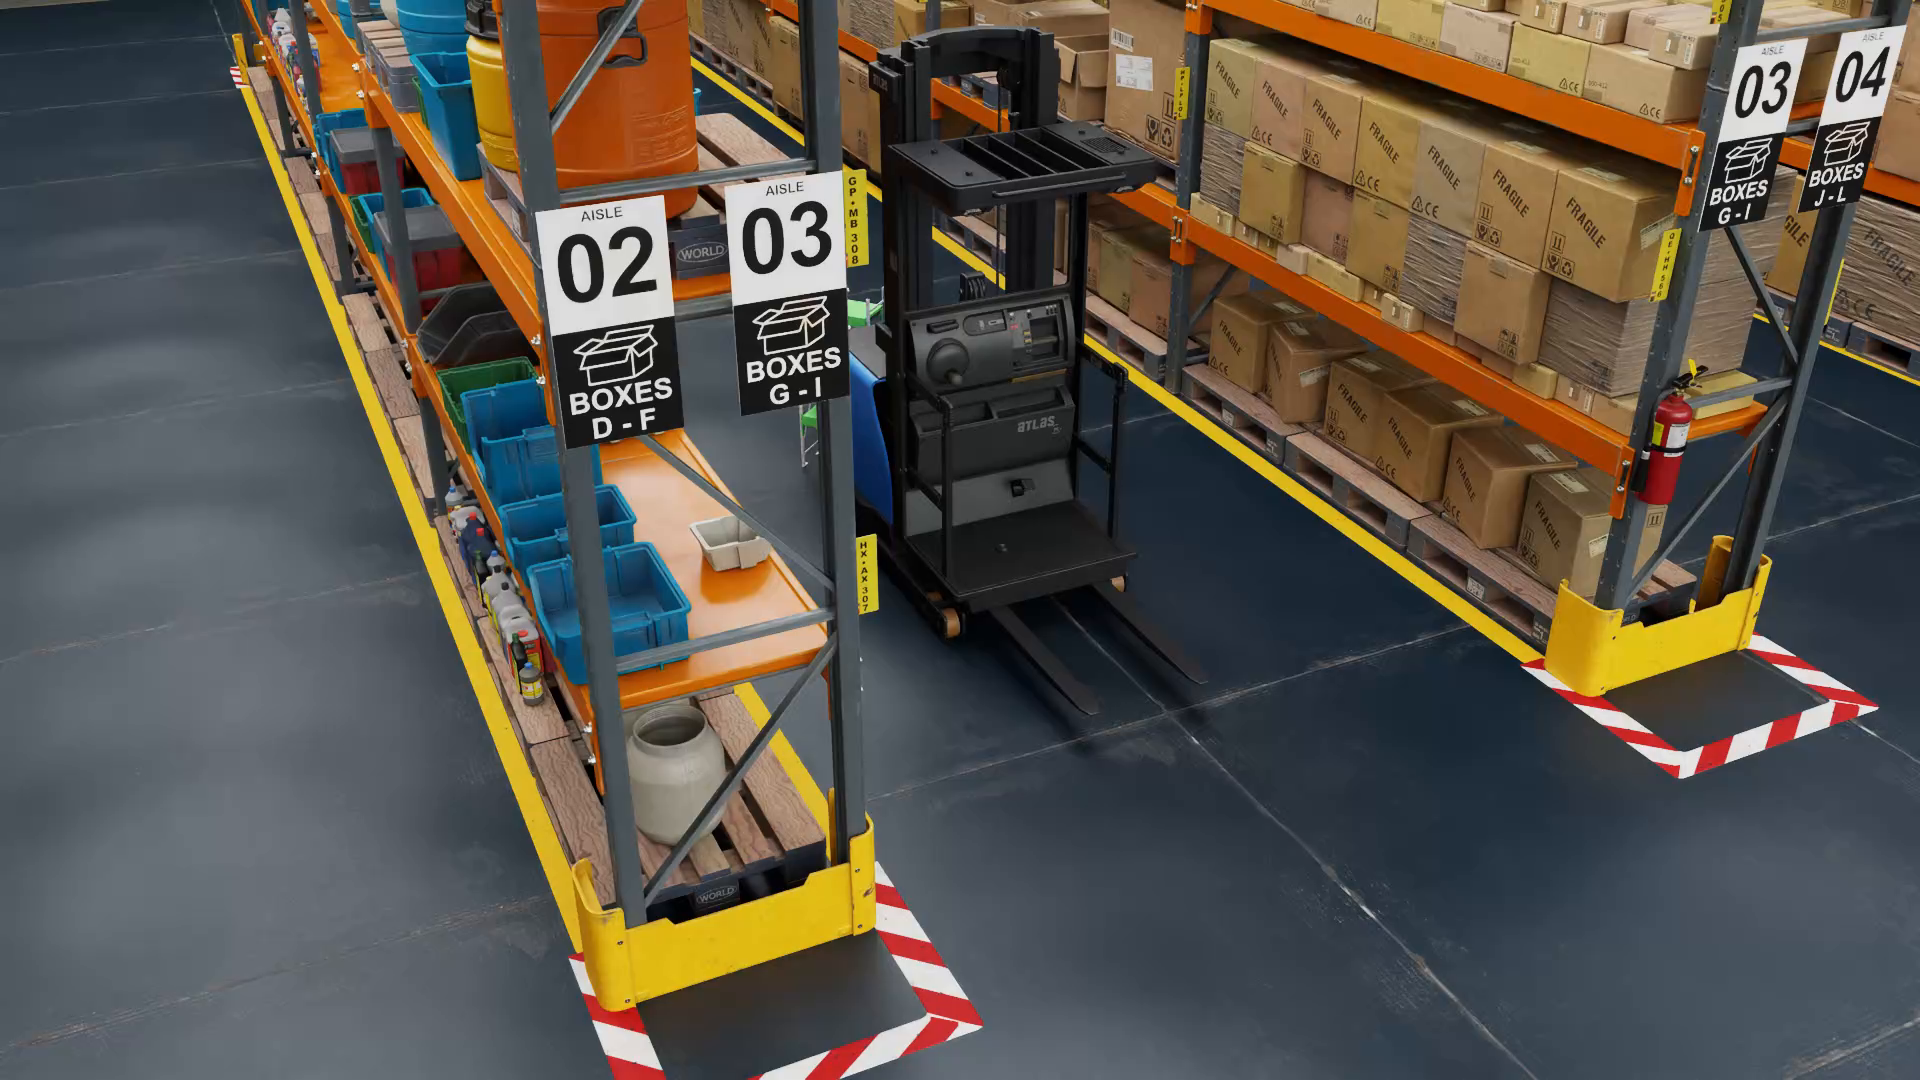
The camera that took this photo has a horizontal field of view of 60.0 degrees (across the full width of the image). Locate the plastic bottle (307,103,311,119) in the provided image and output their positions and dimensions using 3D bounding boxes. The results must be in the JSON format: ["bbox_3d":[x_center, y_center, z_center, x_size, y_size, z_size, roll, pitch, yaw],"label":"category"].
[{"bbox_3d":[-4.944,-3.309,12.704,0.061,0.283,0.133,-13,32,-22],"label":"plastic bottle"}]

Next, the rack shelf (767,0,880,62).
[{"bbox_3d":[-0.672,-4.779,15.941,1.077,0.370,4.000,-13,32,-22],"label":"rack shelf"}]

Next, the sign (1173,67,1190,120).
[{"bbox_3d":[1.404,-2.829,10.545,0.100,0.325,0.005,-13,32,-22],"label":"sign"}]

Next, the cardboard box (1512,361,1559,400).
[{"bbox_3d":[3.052,-0.859,8.471,0.380,0.149,0.250,-13,32,-22],"label":"cardboard box"}]

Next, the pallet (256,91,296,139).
[{"bbox_3d":[-6.882,-4.576,17.695,1.003,0.211,1.213,-13,32,-22],"label":"pallet"}]

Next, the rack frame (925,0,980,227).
[{"bbox_3d":[0.187,-4.209,14.190,1.000,3.000,0.127,-13,32,-22],"label":"rack frame"}]

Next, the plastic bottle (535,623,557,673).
[{"bbox_3d":[-2.024,0.499,8.122,0.061,0.283,0.133,-13,32,-22],"label":"plastic bottle"}]

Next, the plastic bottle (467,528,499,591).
[{"bbox_3d":[-2.516,0.088,8.784,0.144,0.351,0.185,-15,32,-24],"label":"plastic bottle"}]

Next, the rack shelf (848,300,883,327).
[{"bbox_3d":[-0.727,-1.358,10.095,0.480,0.148,0.258,12,31,20],"label":"rack shelf"}]

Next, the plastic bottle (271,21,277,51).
[{"bbox_3d":[-6.066,-4.480,14.803,0.097,0.271,0.097,0,29,0],"label":"plastic bottle"}]

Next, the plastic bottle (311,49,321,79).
[{"bbox_3d":[-5.413,-3.972,13.897,0.097,0.271,0.097,0,29,0],"label":"plastic bottle"}]

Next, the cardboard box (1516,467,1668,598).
[{"bbox_3d":[3.368,-0.048,8.894,0.500,0.500,0.500,-7,30,-13],"label":"cardboard box"}]

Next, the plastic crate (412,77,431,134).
[{"bbox_3d":[-2.138,-1.864,7.157,0.336,0.188,0.450,-13,32,-22],"label":"plastic crate"}]

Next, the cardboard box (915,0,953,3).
[{"bbox_3d":[-0.112,-5.017,14.502,0.797,0.503,0.637,-12,31,-20],"label":"cardboard box"}]

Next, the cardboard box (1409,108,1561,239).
[{"bbox_3d":[2.730,-1.917,8.673,0.500,0.500,0.500,-13,32,-22],"label":"cardboard box"}]

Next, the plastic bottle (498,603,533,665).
[{"bbox_3d":[-2.179,0.463,8.192,0.152,0.276,0.135,-14,32,-23],"label":"plastic bottle"}]

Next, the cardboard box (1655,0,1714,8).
[{"bbox_3d":[3.468,-2.483,7.790,0.380,0.149,0.250,-14,32,-23],"label":"cardboard box"}]

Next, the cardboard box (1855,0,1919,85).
[{"bbox_3d":[6.896,-3.587,11.822,0.875,0.550,0.550,-13,32,-22],"label":"cardboard box"}]

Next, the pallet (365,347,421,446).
[{"bbox_3d":[-3.469,-1.065,11.433,1.003,0.211,1.213,-13,32,-22],"label":"pallet"}]

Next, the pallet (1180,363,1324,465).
[{"bbox_3d":[2.224,-0.937,11.205,1.003,0.211,1.213,-13,32,-22],"label":"pallet"}]

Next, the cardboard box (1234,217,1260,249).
[{"bbox_3d":[1.953,-1.957,10.430,0.380,0.149,0.250,-13,32,-22],"label":"cardboard box"}]

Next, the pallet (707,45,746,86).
[{"bbox_3d":[-2.314,-5.652,19.614,1.003,0.211,1.213,-13,32,-22],"label":"pallet"}]

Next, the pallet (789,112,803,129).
[{"bbox_3d":[-1.131,-4.435,17.443,1.003,0.211,1.213,-13,32,-22],"label":"pallet"}]

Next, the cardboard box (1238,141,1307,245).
[{"bbox_3d":[2.224,-2.176,10.157,0.875,0.500,0.500,-13,32,-22],"label":"cardboard box"}]

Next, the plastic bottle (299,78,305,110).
[{"bbox_3d":[-5.145,-3.531,13.112,0.097,0.271,0.097,0,29,0],"label":"plastic bottle"}]

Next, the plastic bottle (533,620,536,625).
[{"bbox_3d":[-2.075,0.461,8.272,0.097,0.201,0.097,0,29,0],"label":"plastic bottle"}]

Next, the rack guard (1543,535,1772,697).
[{"bbox_3d":[3.589,0.381,8.559,1.175,0.500,0.348,-13,32,-22],"label":"rack guard"}]

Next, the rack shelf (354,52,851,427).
[{"bbox_3d":[-1.711,-1.513,7.051,1.077,0.370,4.000,-13,32,-22],"label":"rack shelf"}]

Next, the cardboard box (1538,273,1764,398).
[{"bbox_3d":[3.410,-1.097,8.234,0.875,0.500,0.500,-13,32,-22],"label":"cardboard box"}]

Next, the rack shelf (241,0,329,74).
[{"bbox_3d":[-6.862,-5.506,17.238,1.077,0.370,4.000,-13,32,-22],"label":"rack shelf"}]

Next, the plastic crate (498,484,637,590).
[{"bbox_3d":[-1.611,-0.017,6.865,0.499,0.251,0.408,-13,32,-22],"label":"plastic crate"}]

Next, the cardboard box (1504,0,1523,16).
[{"bbox_3d":[2.875,-2.628,8.049,0.380,0.149,0.250,-13,32,-21],"label":"cardboard box"}]

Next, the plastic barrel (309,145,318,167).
[{"bbox_3d":[-5.785,-3.960,15.462,0.600,0.901,0.708,-13,32,-22],"label":"plastic barrel"}]

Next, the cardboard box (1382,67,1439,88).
[{"bbox_3d":[2.775,-2.469,9.658,0.500,0.500,0.500,-13,32,-22],"label":"cardboard box"}]

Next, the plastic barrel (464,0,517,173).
[{"bbox_3d":[-1.456,-1.686,6.001,0.600,0.588,0.600,0,29,0],"label":"plastic barrel"}]

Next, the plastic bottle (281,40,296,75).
[{"bbox_3d":[-5.652,-4.086,14.097,0.152,0.276,0.135,-13,32,-22],"label":"plastic bottle"}]

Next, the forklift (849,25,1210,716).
[{"bbox_3d":[0.268,-1.000,8.536,1.130,2.935,3.031,-13,32,-22],"label":"forklift"}]

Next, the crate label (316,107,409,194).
[{"bbox_3d":[-4.104,-2.689,11.443,0.502,0.435,0.616,-13,32,-22],"label":"crate label"}]

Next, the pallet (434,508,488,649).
[{"bbox_3d":[-2.318,0.119,9.321,1.003,0.211,1.213,-13,32,-22],"label":"pallet"}]

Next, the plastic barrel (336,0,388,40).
[{"bbox_3d":[-2.984,-3.108,8.647,0.600,0.901,0.708,-13,32,-22],"label":"plastic barrel"}]

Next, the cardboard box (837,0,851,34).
[{"bbox_3d":[-0.901,-5.094,15.665,0.500,0.500,0.500,-12,32,-21],"label":"cardboard box"}]

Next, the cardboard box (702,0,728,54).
[{"bbox_3d":[-2.510,-6.332,19.718,0.875,0.875,0.875,-13,32,-22],"label":"cardboard box"}]

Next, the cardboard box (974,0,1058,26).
[{"bbox_3d":[0.455,-4.206,13.652,0.500,0.500,0.500,-17,34,-28],"label":"cardboard box"}]

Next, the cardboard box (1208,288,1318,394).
[{"bbox_3d":[2.040,-1.350,11.217,0.500,0.500,0.500,-14,32,-23],"label":"cardboard box"}]

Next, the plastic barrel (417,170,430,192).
[{"bbox_3d":[-3.471,-2.622,11.246,0.421,0.512,0.421,0,29,0],"label":"plastic barrel"}]

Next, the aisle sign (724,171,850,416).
[{"bbox_3d":[-0.556,-0.799,5.450,0.394,0.787,0.004,-13,32,-22],"label":"aisle sign"}]

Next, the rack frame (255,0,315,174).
[{"bbox_3d":[-6.004,-4.936,15.486,1.000,3.000,0.127,-13,32,-22],"label":"rack frame"}]

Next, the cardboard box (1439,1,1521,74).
[{"bbox_3d":[2.756,-2.526,8.274,0.500,0.250,0.500,-12,32,-21],"label":"cardboard box"}]

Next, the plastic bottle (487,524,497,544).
[{"bbox_3d":[-2.467,-0.025,8.987,0.144,0.351,0.185,-13,32,-22],"label":"plastic bottle"}]

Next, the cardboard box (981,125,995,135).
[{"bbox_3d":[0.502,-3.348,13.994,0.500,0.250,0.500,-12,31,-20],"label":"cardboard box"}]

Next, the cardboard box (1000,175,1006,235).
[{"bbox_3d":[0.742,-2.777,13.741,0.700,0.500,0.500,-16,33,-26],"label":"cardboard box"}]

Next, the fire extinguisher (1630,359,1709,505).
[{"bbox_3d":[3.254,-0.494,7.644,0.296,0.674,0.183,-13,32,-22],"label":"fire extinguisher"}]

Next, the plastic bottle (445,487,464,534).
[{"bbox_3d":[-2.828,-0.171,9.329,0.097,0.271,0.097,0,29,0],"label":"plastic bottle"}]

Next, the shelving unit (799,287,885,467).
[{"bbox_3d":[-0.727,-0.996,10.299,0.503,1.200,0.258,12,31,20],"label":"shelving unit"}]

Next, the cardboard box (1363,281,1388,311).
[{"bbox_3d":[2.529,-1.414,9.462,0.380,0.149,0.250,-13,32,-22],"label":"cardboard box"}]
